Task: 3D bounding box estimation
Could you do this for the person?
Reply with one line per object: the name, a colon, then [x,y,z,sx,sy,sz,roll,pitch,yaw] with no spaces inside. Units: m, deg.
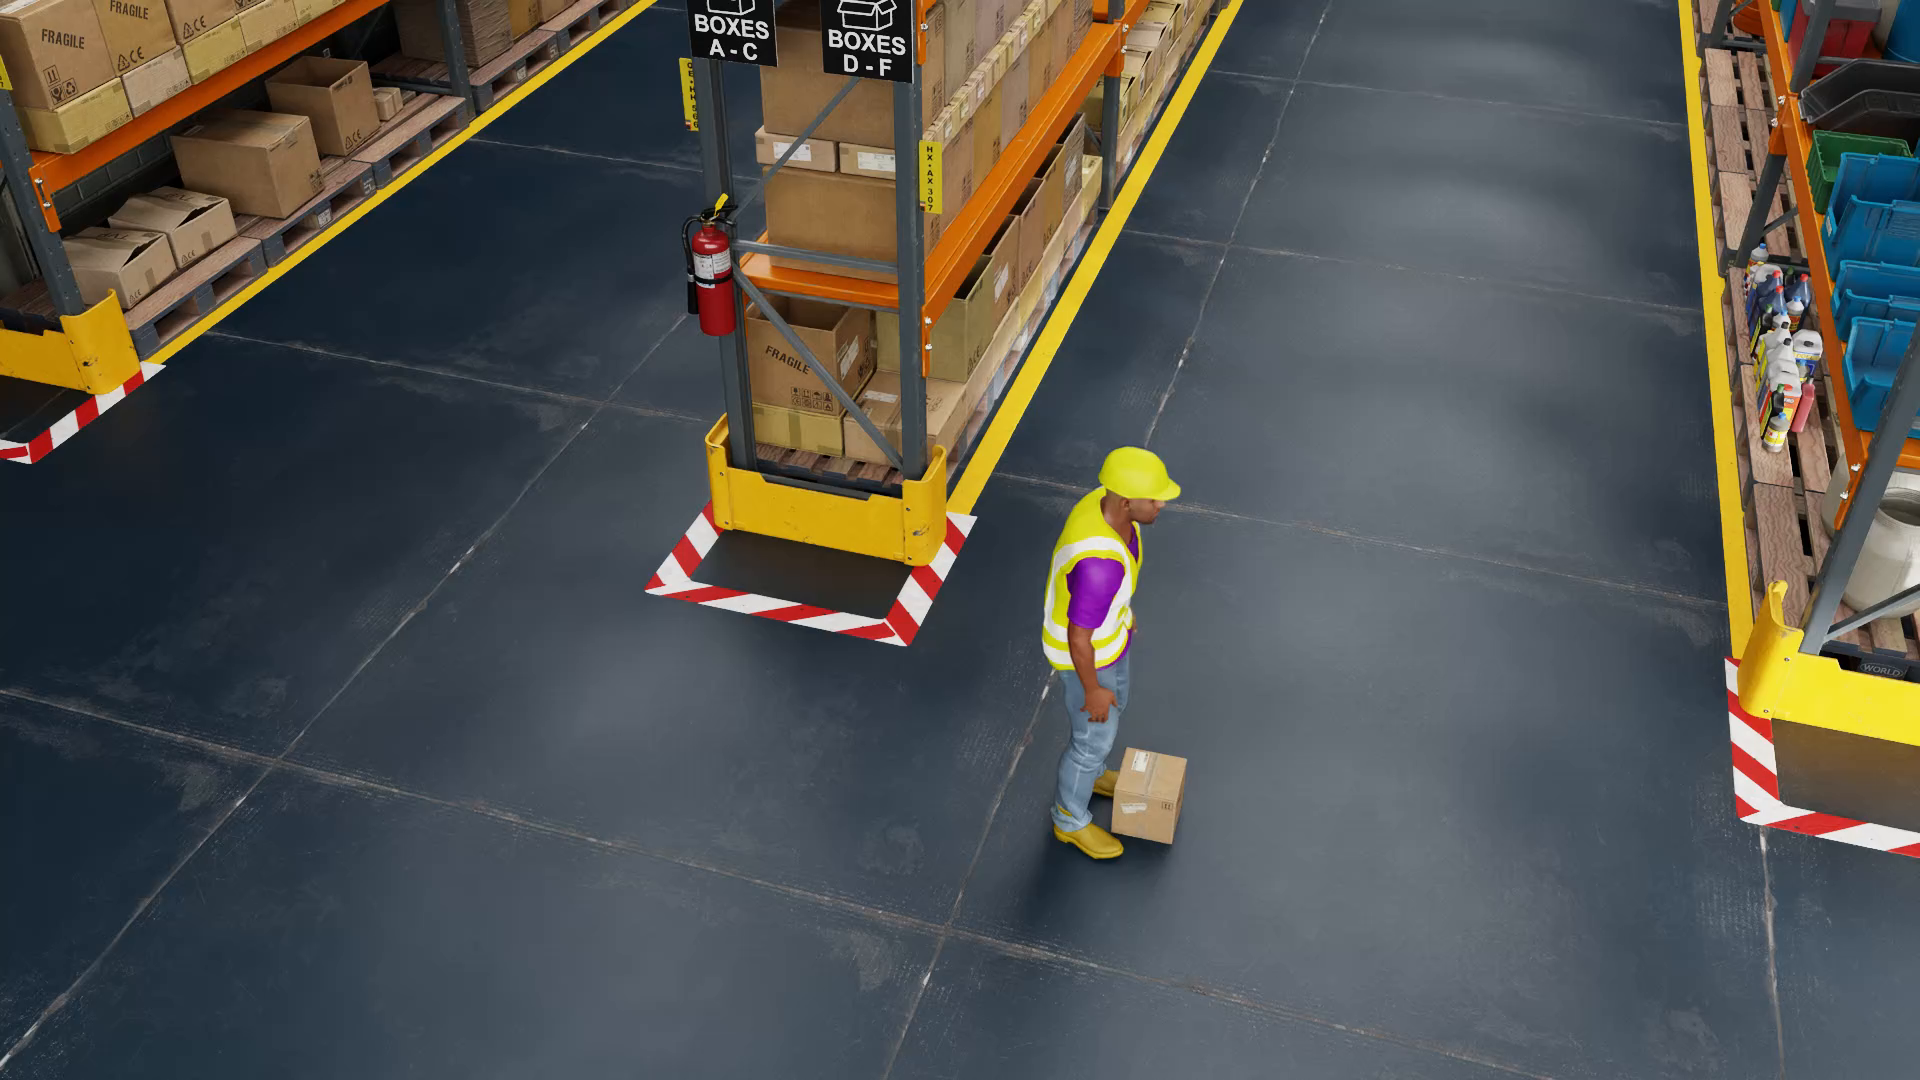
person: [0.551,0.397,6.347,0.459,1.761,0.638,10,38,12]
